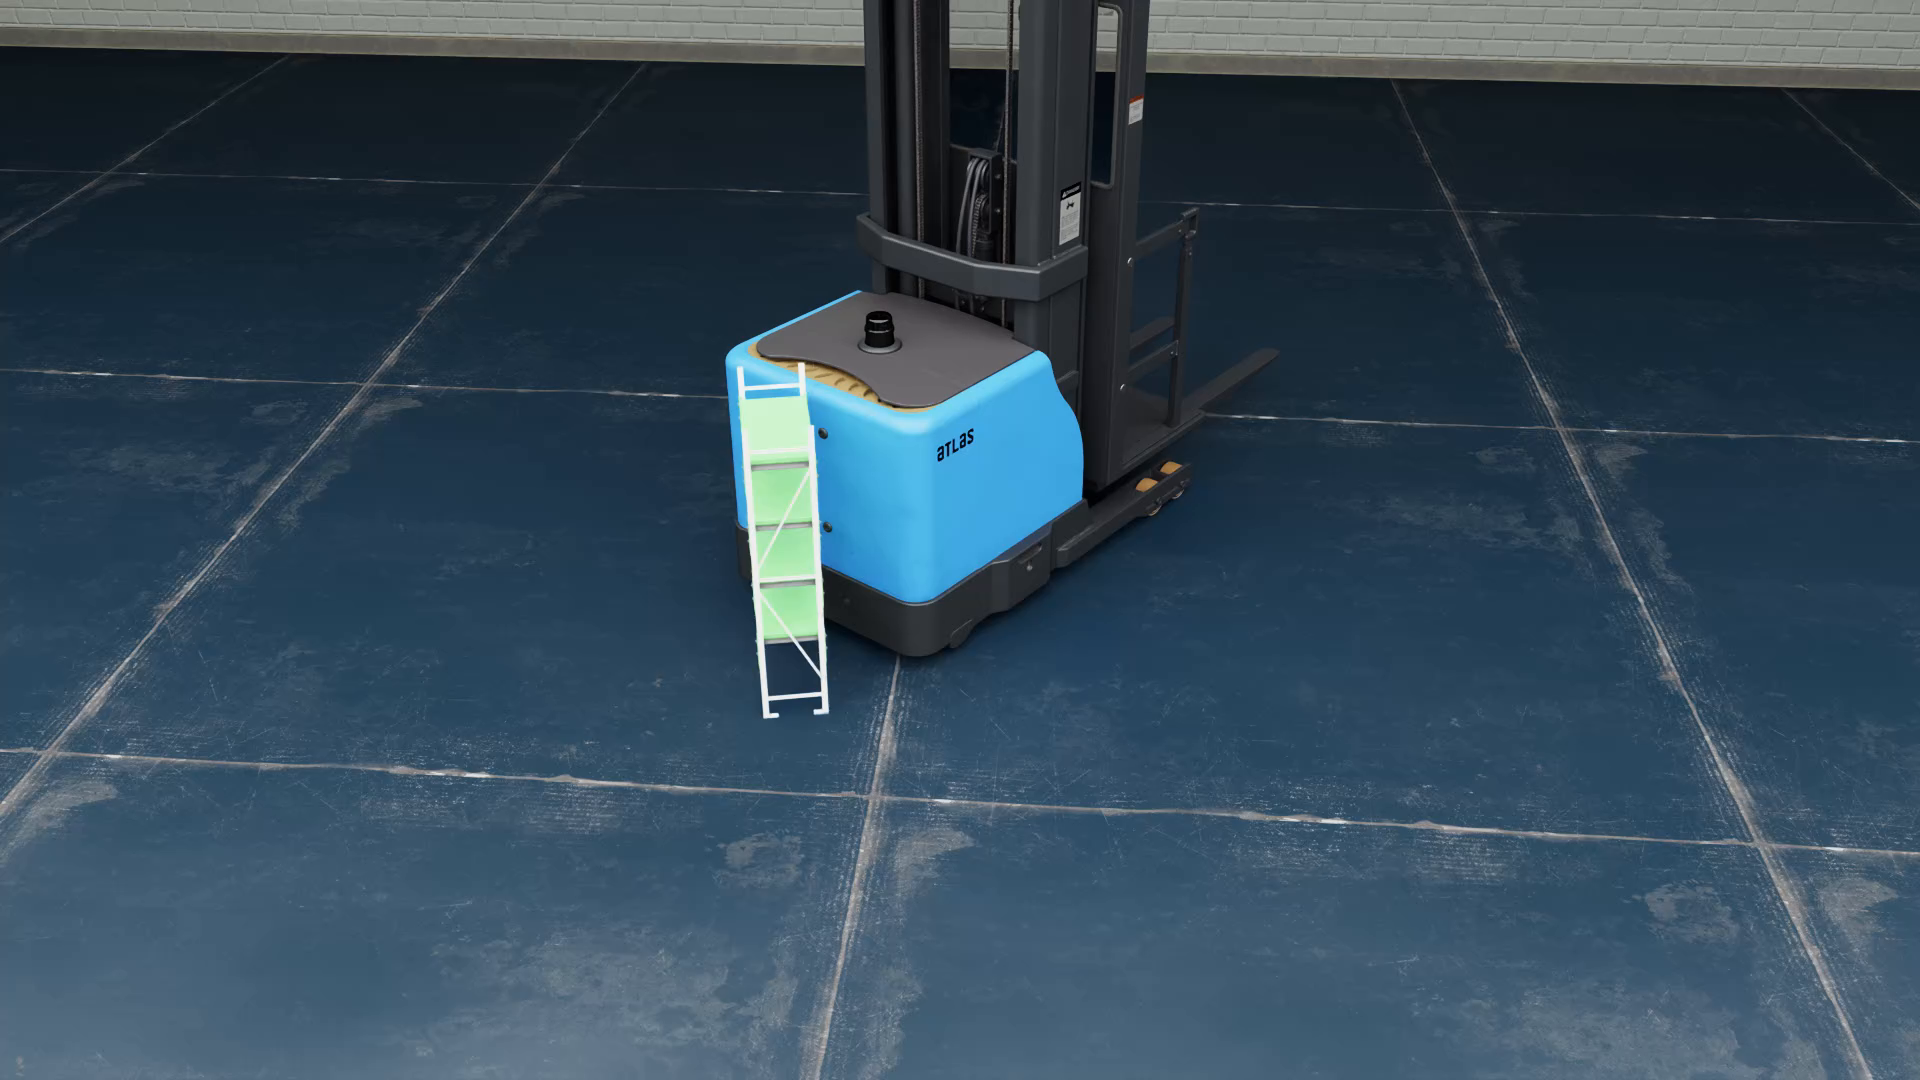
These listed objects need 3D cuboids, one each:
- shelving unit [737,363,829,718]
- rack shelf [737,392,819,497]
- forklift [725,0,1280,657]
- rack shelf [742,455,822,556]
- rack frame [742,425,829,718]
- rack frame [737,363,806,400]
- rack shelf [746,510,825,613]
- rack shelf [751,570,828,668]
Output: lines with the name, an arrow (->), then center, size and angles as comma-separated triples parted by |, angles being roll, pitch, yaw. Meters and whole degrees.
shelving unit -> -0.646, 0.011, 6.088 | 0.258, 1.200, 0.503 | -4, 32, -7
rack shelf -> -0.646, -0.343, 5.869 | 0.258, 0.148, 0.480 | -4, 32, -7
forklift -> 0.398, -1.504, 6.898 | 1.130, 2.935, 3.031 | 23, 38, 32
rack shelf -> -0.646, -0.138, 5.995 | 0.258, 0.148, 0.480 | -4, 32, -7
rack frame -> -0.611, 0.138, 5.882 | 0.240, 1.200, 0.015 | -4, 32, -7
rack frame -> -0.681, -0.115, 6.293 | 0.240, 1.200, 0.015 | -4, 32, -7
rack shelf -> -0.646, 0.066, 6.121 | 0.258, 0.148, 0.480 | -4, 32, -7
rack shelf -> -0.646, 0.270, 6.247 | 0.258, 0.148, 0.480 | -4, 32, -7
